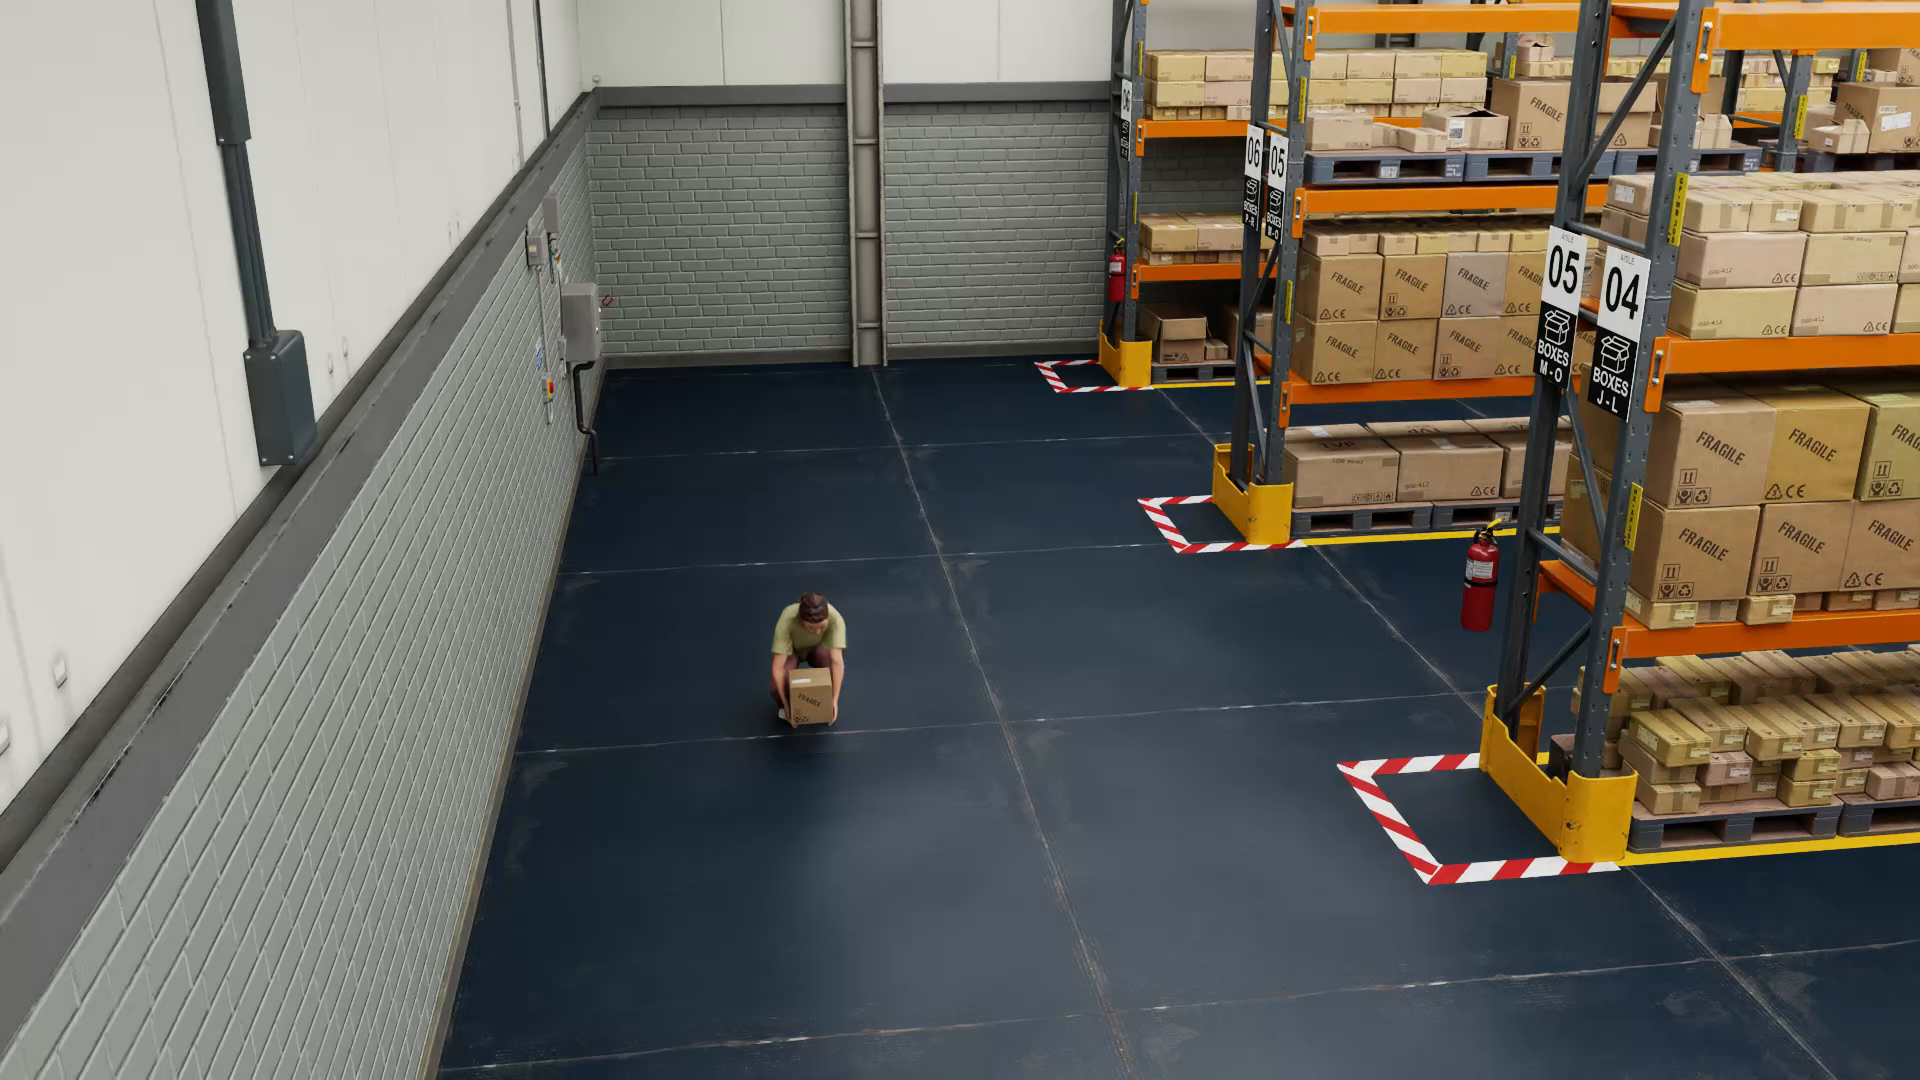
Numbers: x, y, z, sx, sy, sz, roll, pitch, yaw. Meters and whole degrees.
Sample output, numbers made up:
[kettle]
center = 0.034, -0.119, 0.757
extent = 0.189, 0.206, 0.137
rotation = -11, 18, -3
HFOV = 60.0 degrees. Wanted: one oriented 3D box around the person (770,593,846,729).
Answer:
[person]
center = -0.946, 0.700, 10.258
extent = 0.478, 0.931, 0.803
rotation = -3, 20, -8
